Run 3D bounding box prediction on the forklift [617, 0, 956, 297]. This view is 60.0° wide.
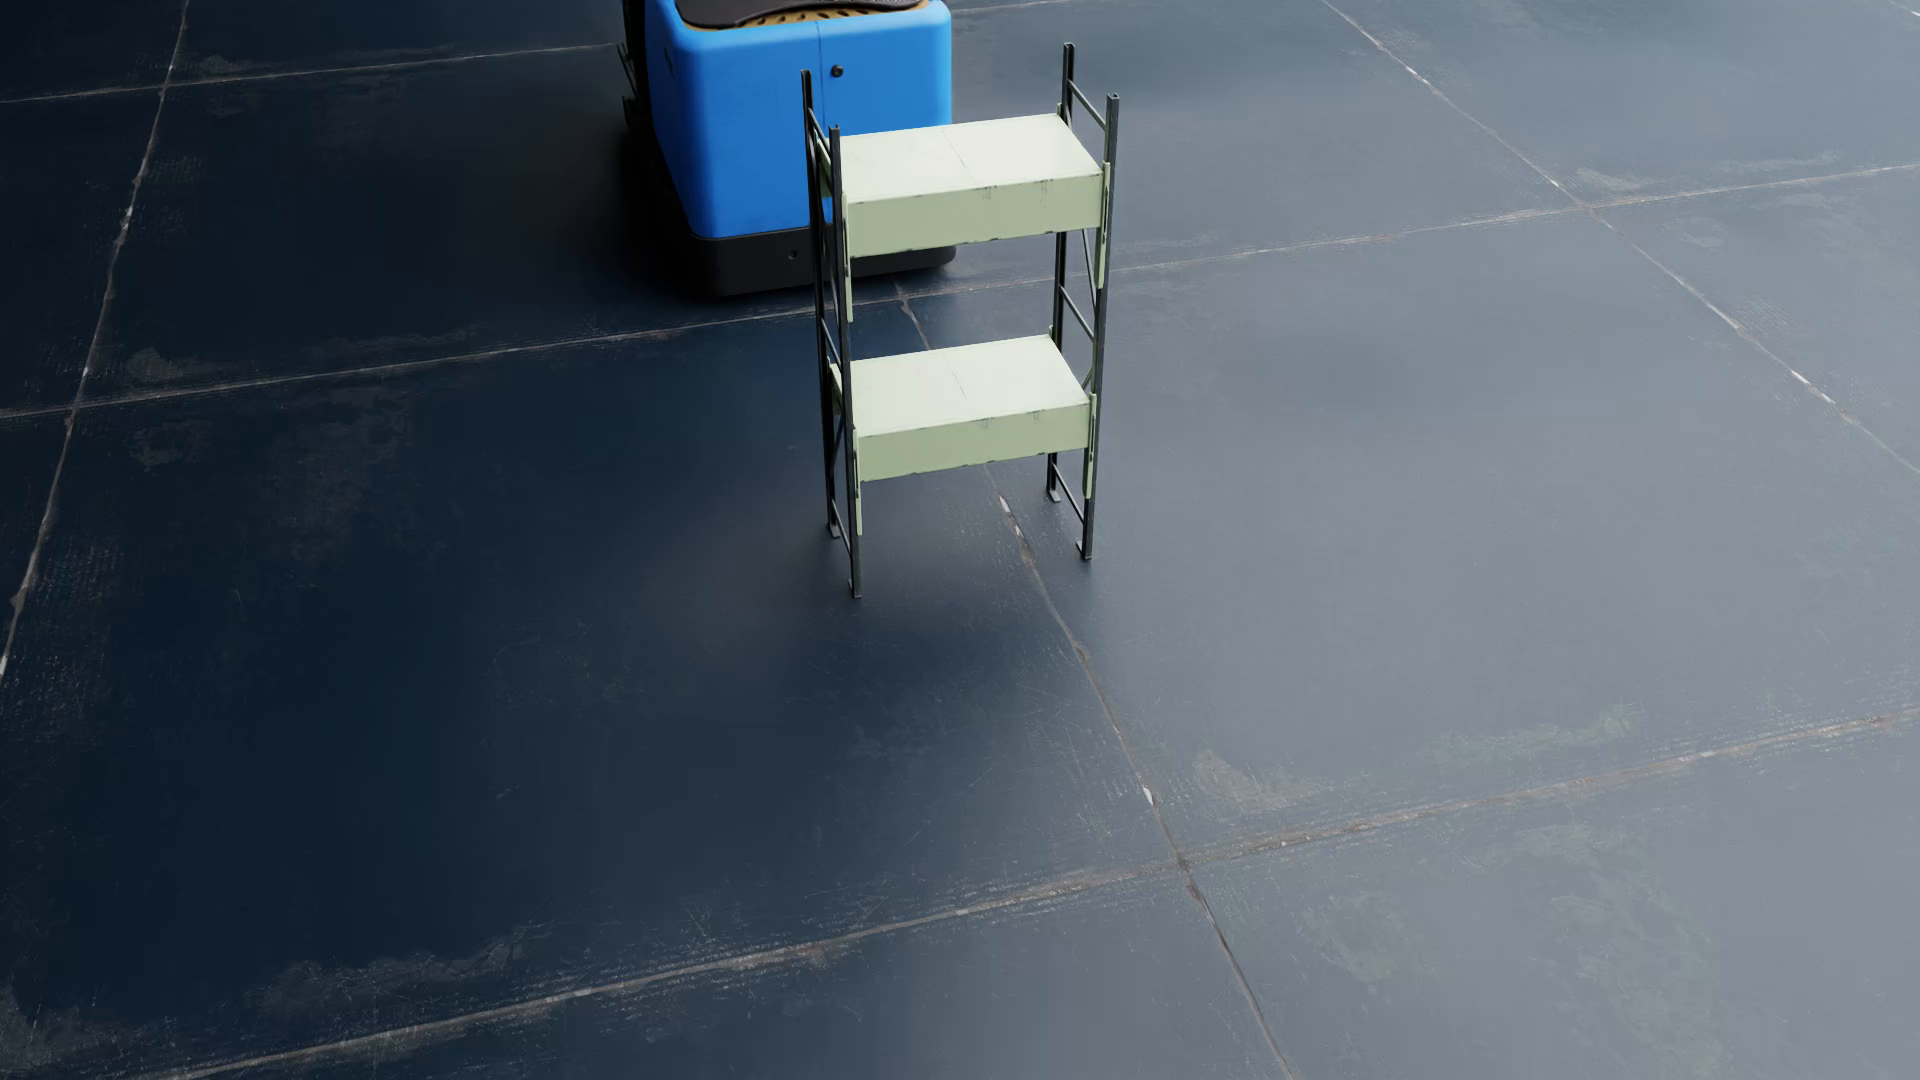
[{"bbox_3d":[-0.926,-2.992,6.749,1.130,2.935,3.031,-10,39,-13],"label":"forklift"}]

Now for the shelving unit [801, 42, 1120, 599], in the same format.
[{"bbox_3d":[-0.006,-0.595,4.793,0.755,1.500,0.431,-9,38,-12],"label":"shelving unit"}]

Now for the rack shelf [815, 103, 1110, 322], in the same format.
[{"bbox_3d":[-0.006,-0.905,4.556,0.720,0.370,0.431,-9,38,-12],"label":"rack shelf"}]

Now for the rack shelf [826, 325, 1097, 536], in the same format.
[{"bbox_3d":[-0.006,-0.336,4.991,0.720,0.370,0.431,-9,38,-12],"label":"rack shelf"}]

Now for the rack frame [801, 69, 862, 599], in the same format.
[{"bbox_3d":[-0.360,-0.537,4.717,0.023,1.500,0.400,-9,38,-12],"label":"rack frame"}]

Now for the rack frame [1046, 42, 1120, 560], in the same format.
[{"bbox_3d":[0.347,-0.653,4.869,0.023,1.500,0.400,-9,38,-12],"label":"rack frame"}]
